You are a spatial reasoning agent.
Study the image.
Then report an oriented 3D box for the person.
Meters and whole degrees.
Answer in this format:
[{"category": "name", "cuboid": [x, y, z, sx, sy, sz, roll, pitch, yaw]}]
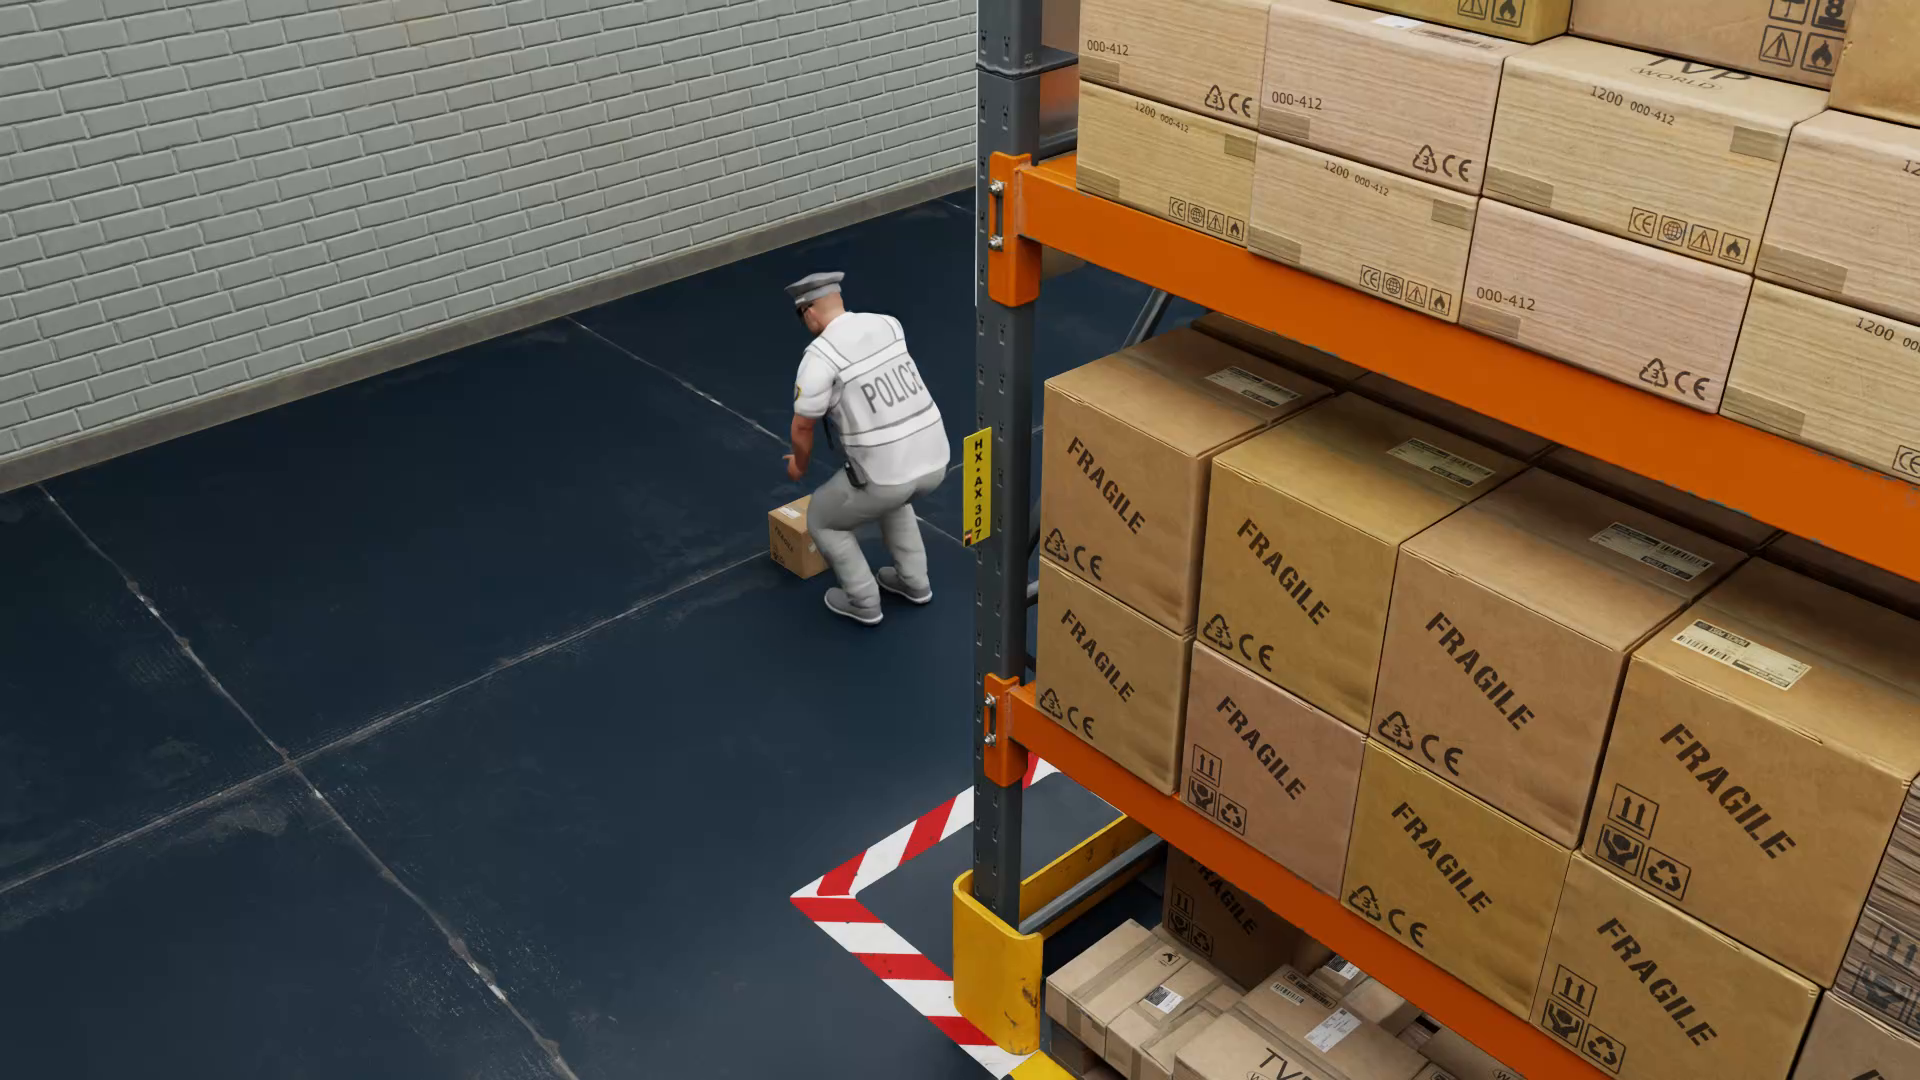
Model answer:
[{"category": "person", "cuboid": [-0.414, -0.364, 6.975, 0.588, 1.496, 0.751, -26, 40, -35]}]
